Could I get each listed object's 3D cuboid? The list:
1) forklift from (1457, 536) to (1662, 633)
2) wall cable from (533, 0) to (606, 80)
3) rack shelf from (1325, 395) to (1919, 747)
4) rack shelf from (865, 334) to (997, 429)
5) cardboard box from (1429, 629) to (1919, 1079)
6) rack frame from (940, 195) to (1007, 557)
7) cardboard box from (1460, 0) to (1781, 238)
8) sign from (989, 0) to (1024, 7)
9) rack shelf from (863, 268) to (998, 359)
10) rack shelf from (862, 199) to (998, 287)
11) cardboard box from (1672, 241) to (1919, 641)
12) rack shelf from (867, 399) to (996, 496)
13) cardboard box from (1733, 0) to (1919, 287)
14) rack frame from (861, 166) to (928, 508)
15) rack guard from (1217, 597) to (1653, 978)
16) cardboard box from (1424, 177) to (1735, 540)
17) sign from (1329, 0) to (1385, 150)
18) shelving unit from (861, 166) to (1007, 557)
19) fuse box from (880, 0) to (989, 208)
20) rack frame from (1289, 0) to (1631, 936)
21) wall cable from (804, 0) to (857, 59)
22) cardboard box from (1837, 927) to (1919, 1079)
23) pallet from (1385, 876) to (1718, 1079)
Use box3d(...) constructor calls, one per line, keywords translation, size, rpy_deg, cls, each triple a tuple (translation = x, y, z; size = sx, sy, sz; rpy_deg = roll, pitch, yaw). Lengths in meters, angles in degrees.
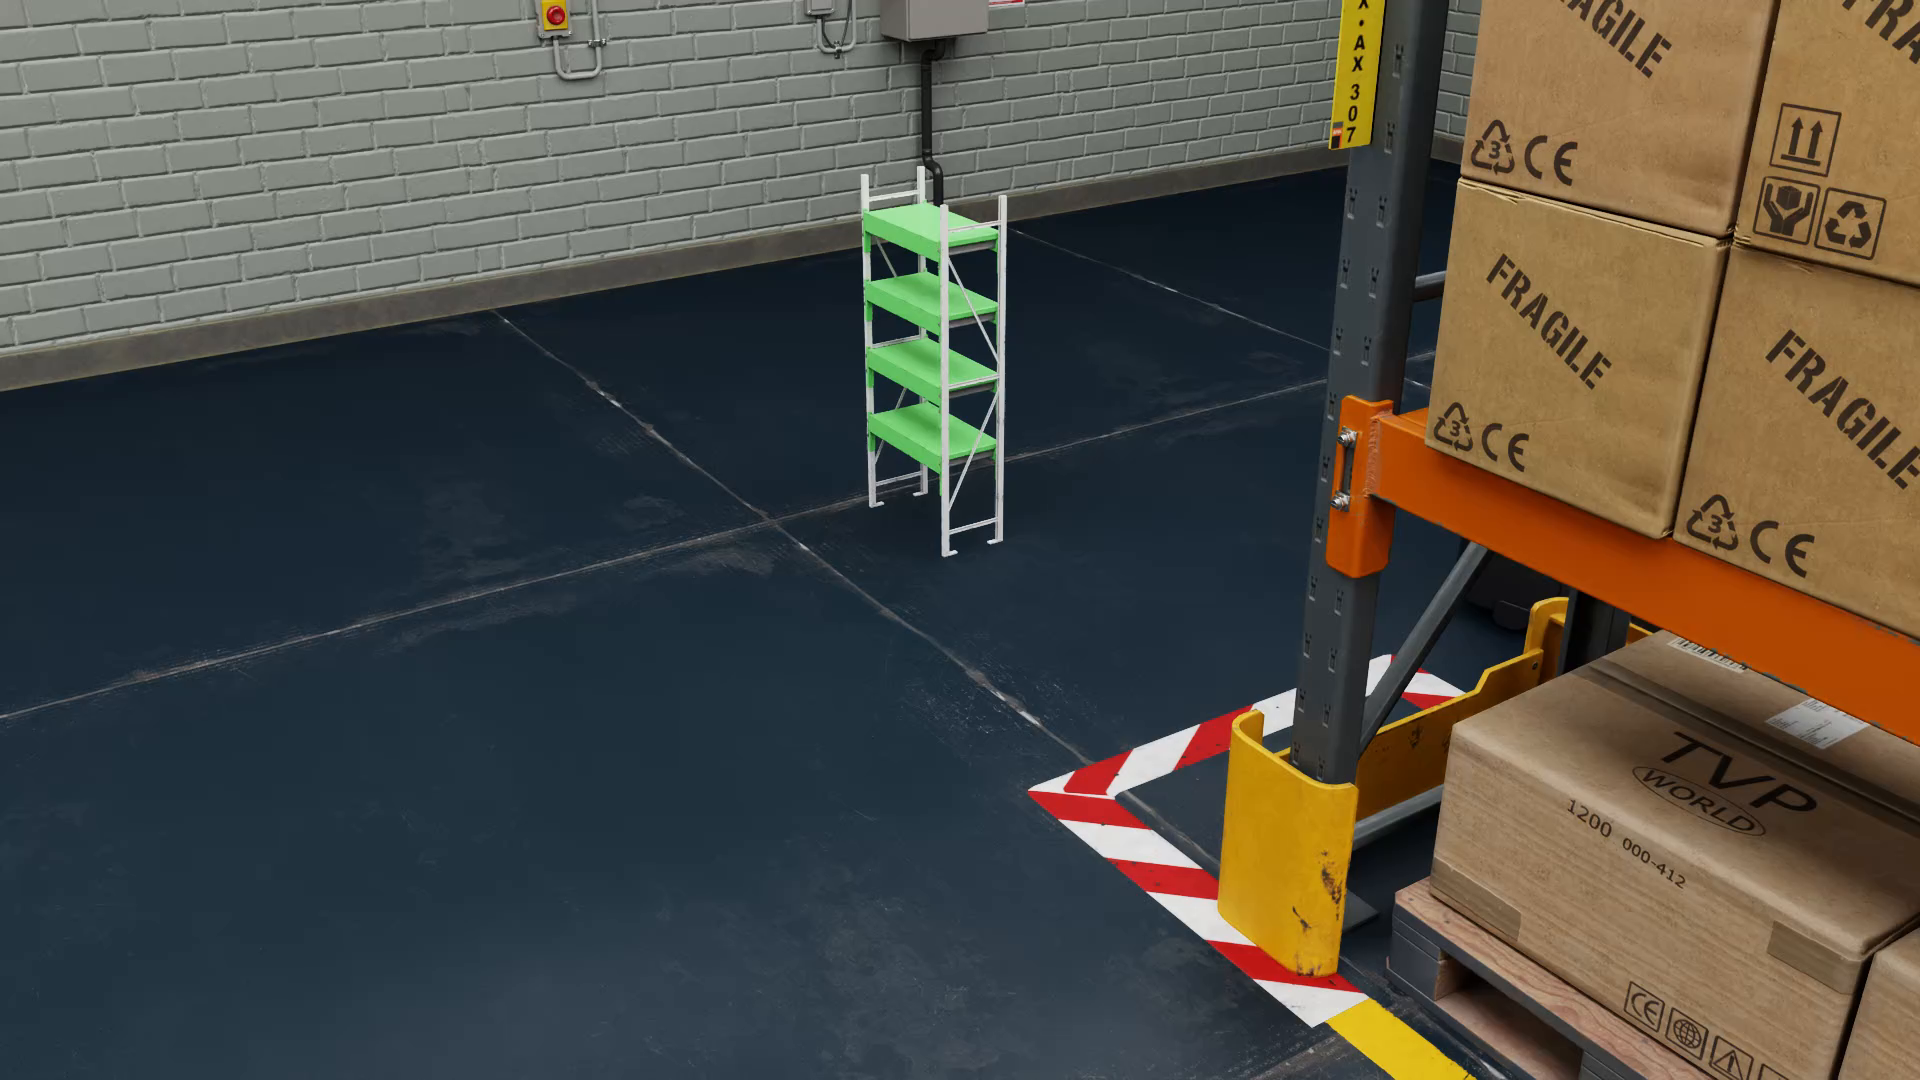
box3d(translation=(2.958, -0.802, 4.016), size=(3.031, 2.935, 1.130), rpy_deg=(23, 34, 40), cls="forklift")
box3d(translation=(-1.921, -3.047, 7.465), size=(0.585, 1.953, 0.123), rpy_deg=(-16, 29, -30), cls="wall cable")
box3d(translation=(2.269, 0.478, 2.066), size=(1.077, 0.370, 4.000), rpy_deg=(-16, 29, -30), cls="rack shelf")
box3d(translation=(-0.090, -0.544, 5.647), size=(0.258, 0.148, 0.480), rpy_deg=(-16, 29, -30), cls="rack shelf")
box3d(translation=(1.621, 0.619, 3.434), size=(0.875, 0.438, 0.875), rpy_deg=(-17, 30, -31), cls="cardboard box")
box3d(translation=(0.043, -0.515, 5.434), size=(0.240, 1.200, 0.015), rpy_deg=(-16, 29, -30), cls="rack frame")
box3d(translation=(1.200, -0.822, 2.688), size=(0.500, 0.500, 0.500), rpy_deg=(-16, 30, -31), cls="cardboard box")
box3d(translation=(0.220, -3.157, 9.036), size=(0.329, 0.494, 0.001), rpy_deg=(-16, 29, -30), cls="sign")
box3d(translation=(-0.090, -0.761, 5.544), size=(0.258, 0.148, 0.480), rpy_deg=(-16, 29, -30), cls="rack shelf")
box3d(translation=(-0.090, -0.978, 5.442), size=(0.258, 0.148, 0.480), rpy_deg=(-16, 29, -30), cls="rack shelf")
box3d(translation=(1.498, -0.195, 2.531), size=(0.500, 0.500, 0.500), rpy_deg=(-16, 30, -30), cls="cardboard box")
box3d(translation=(-0.090, -0.327, 5.749), size=(0.258, 0.148, 0.480), rpy_deg=(-16, 29, -30), cls="rack shelf")
box3d(translation=(1.488, -0.638, 2.300), size=(0.500, 0.500, 0.500), rpy_deg=(-16, 30, -31), cls="cardboard box")
box3d(translation=(-0.224, -0.689, 5.804), size=(0.240, 1.200, 0.015), rpy_deg=(-16, 29, -30), cls="rack frame")
box3d(translation=(1.164, 0.559, 3.979), size=(1.175, 0.500, 0.348), rpy_deg=(-16, 29, -30), cls="rack guard")
box3d(translation=(1.198, -0.369, 2.901), size=(0.500, 0.500, 0.500), rpy_deg=(-16, 30, -30), cls="cardboard box")
box3d(translation=(0.709, -0.862, 2.956), size=(0.100, 0.325, 0.005), rpy_deg=(-16, 29, -30), cls="sign")
box3d(translation=(-0.090, -0.602, 5.619), size=(0.258, 1.200, 0.503), rpy_deg=(-16, 29, -30), cls="shelving unit")
box3d(translation=(-0.081, -2.428, 8.890), size=(0.539, 1.711, 0.414), rpy_deg=(-16, 29, -30), cls="fuse box")
box3d(translation=(1.177, -0.562, 3.428), size=(1.000, 3.000, 0.127), rpy_deg=(-16, 29, -30), cls="rack frame")
box3d(translation=(-0.739, -3.368, 8.180), size=(0.588, 1.984, 0.122), rpy_deg=(-16, 29, -30), cls="wall cable")
box3d(translation=(2.128, 0.945, 2.745), size=(0.875, 0.438, 0.875), rpy_deg=(-15, 29, -28), cls="cardboard box")
box3d(translation=(1.679, 0.966, 3.456), size=(1.003, 0.211, 1.213), rpy_deg=(-16, 29, -30), cls="pallet")
